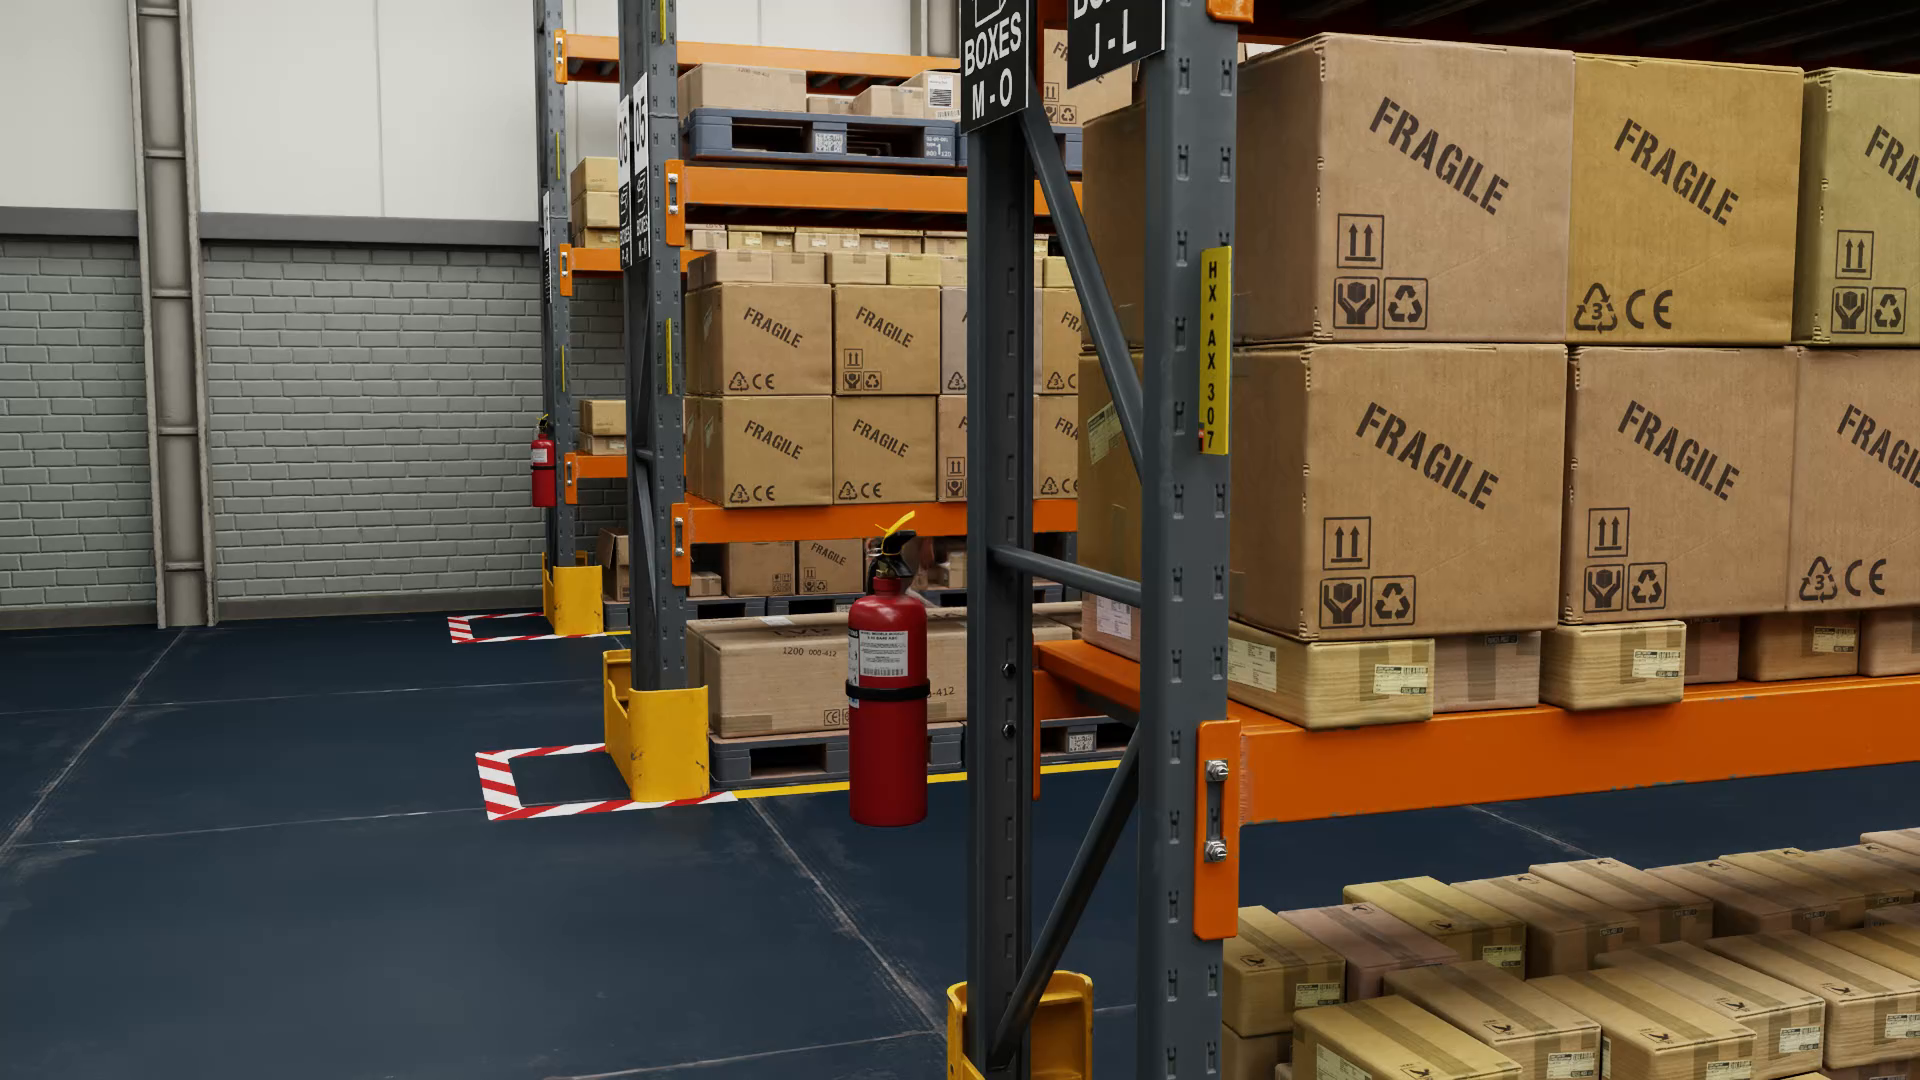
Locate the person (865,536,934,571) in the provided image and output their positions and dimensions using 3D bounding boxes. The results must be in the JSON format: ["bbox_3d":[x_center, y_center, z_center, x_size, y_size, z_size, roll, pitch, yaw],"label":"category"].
[{"bbox_3d":[-0.422,-0.337,10.467,0.322,1.045,0.550,-5,7,-39],"label":"person"}]
